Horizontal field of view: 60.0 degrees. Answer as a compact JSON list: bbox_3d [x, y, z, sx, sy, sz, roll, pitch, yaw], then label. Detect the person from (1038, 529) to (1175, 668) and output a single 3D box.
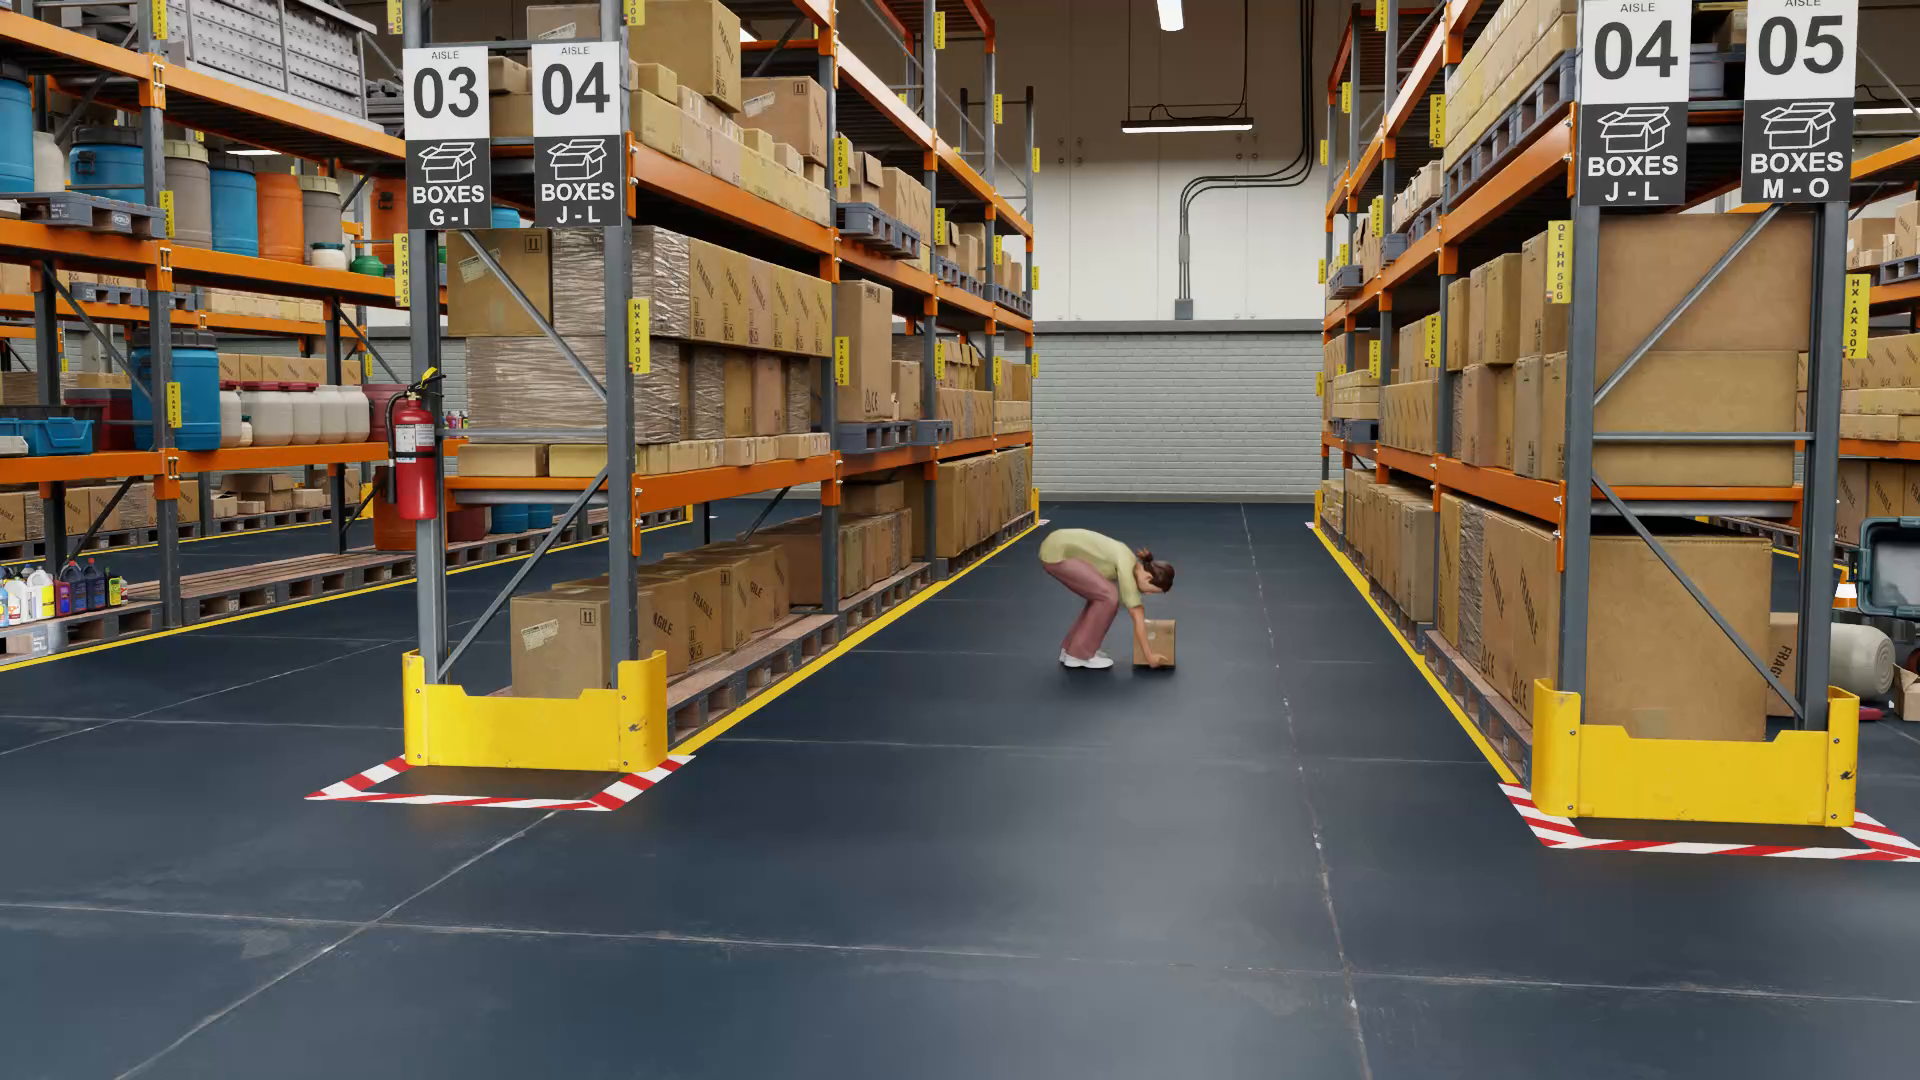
[{"bbox_3d":[0.918,0.360,10.434,0.848,0.864,0.468,0,5,6],"label":"person"}]
